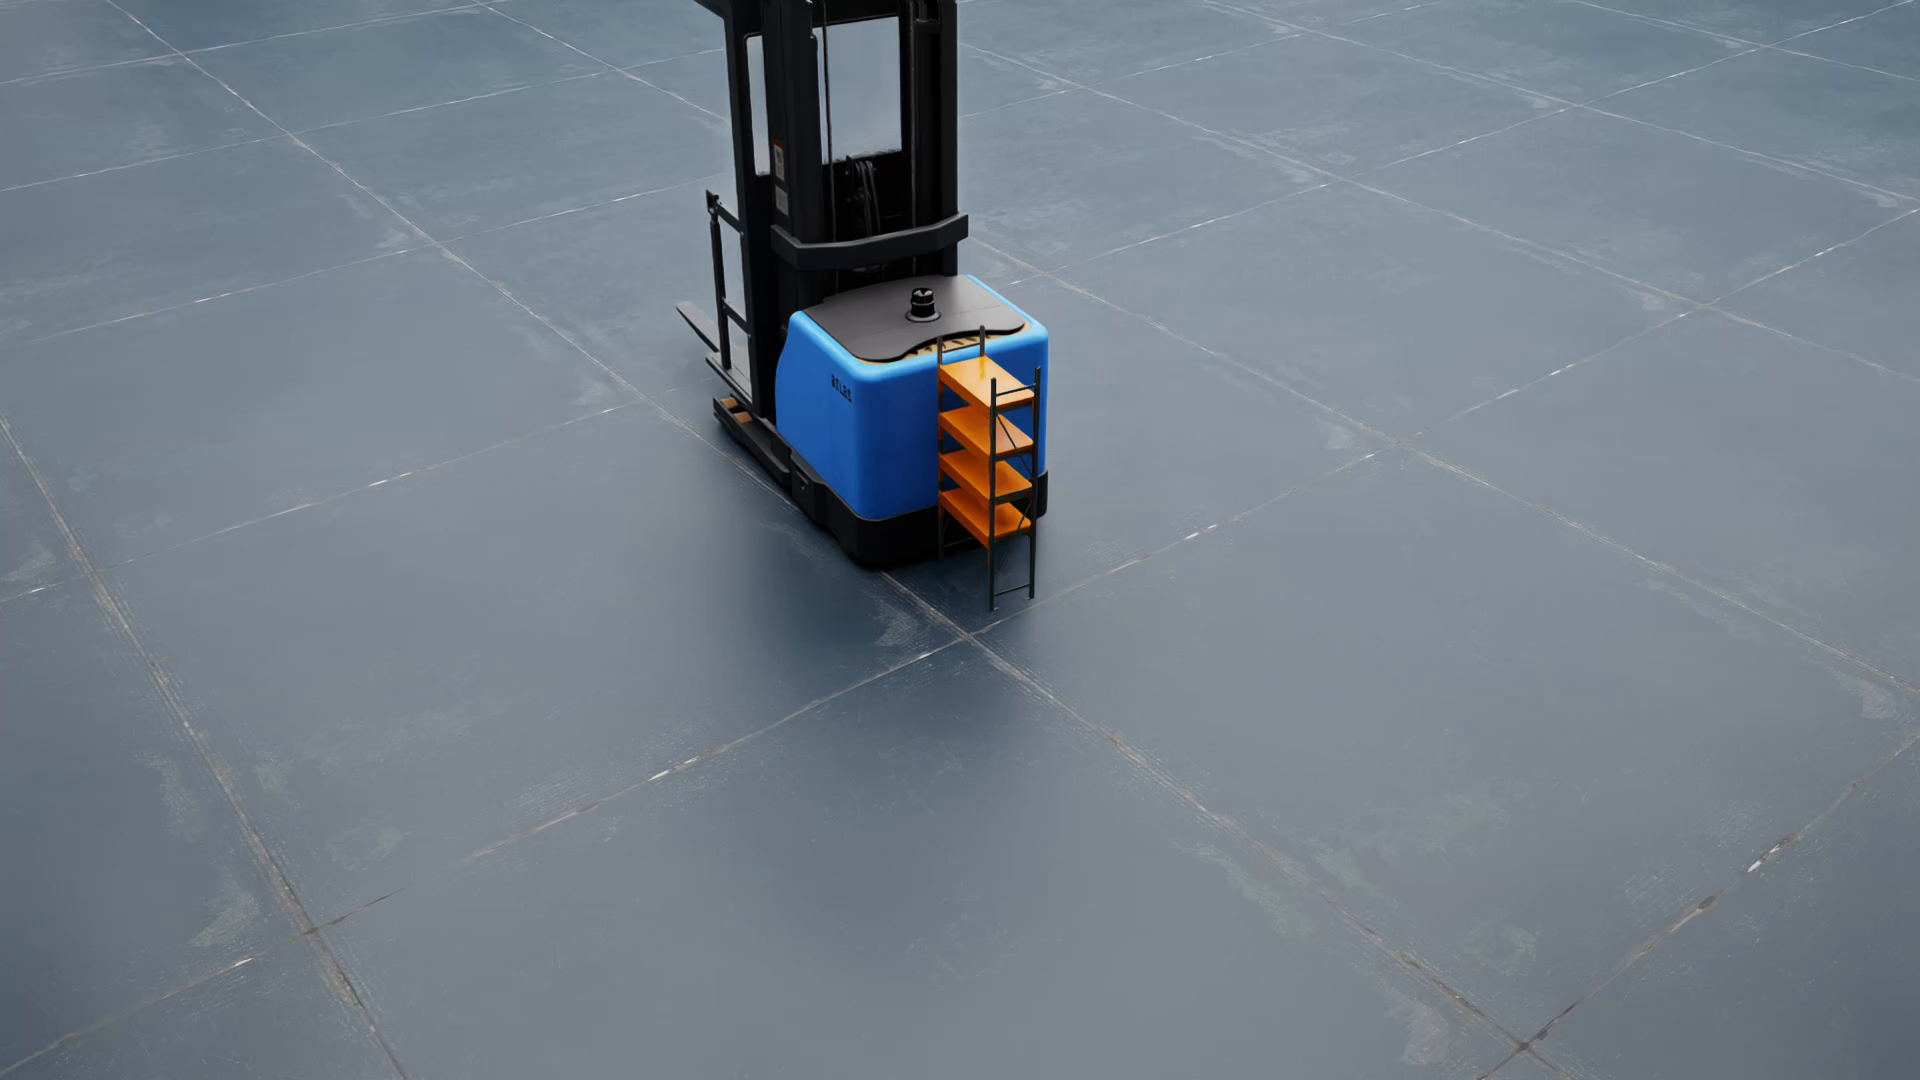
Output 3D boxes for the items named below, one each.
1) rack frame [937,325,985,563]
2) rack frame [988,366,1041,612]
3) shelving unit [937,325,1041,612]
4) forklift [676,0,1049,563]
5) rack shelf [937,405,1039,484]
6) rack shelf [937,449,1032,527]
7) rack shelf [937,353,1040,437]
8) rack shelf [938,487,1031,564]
[{"bbox_3d":[0.005,-0.432,7.809,0.240,1.200,0.015,-16,35,-24],"label":"rack frame"},{"bbox_3d":[0.240,-0.207,7.446,0.240,1.200,0.015,-16,35,-24],"label":"rack frame"},{"bbox_3d":[0.122,-0.320,7.627,0.258,1.200,0.503,-16,35,-24],"label":"shelving unit"},{"bbox_3d":[-0.713,-1.884,8.506,1.130,2.935,3.031,-16,35,-24],"label":"forklift"},{"bbox_3d":[0.122,-0.452,7.545,0.258,0.148,0.480,-16,35,-24],"label":"rack shelf"},{"bbox_3d":[0.122,-0.262,7.663,0.258,0.148,0.480,-16,35,-24],"label":"rack shelf"},{"bbox_3d":[0.122,-0.653,7.420,0.258,0.148,0.480,-16,35,-24],"label":"rack shelf"},{"bbox_3d":[0.122,-0.094,7.768,0.258,0.148,0.480,-16,35,-24],"label":"rack shelf"}]
